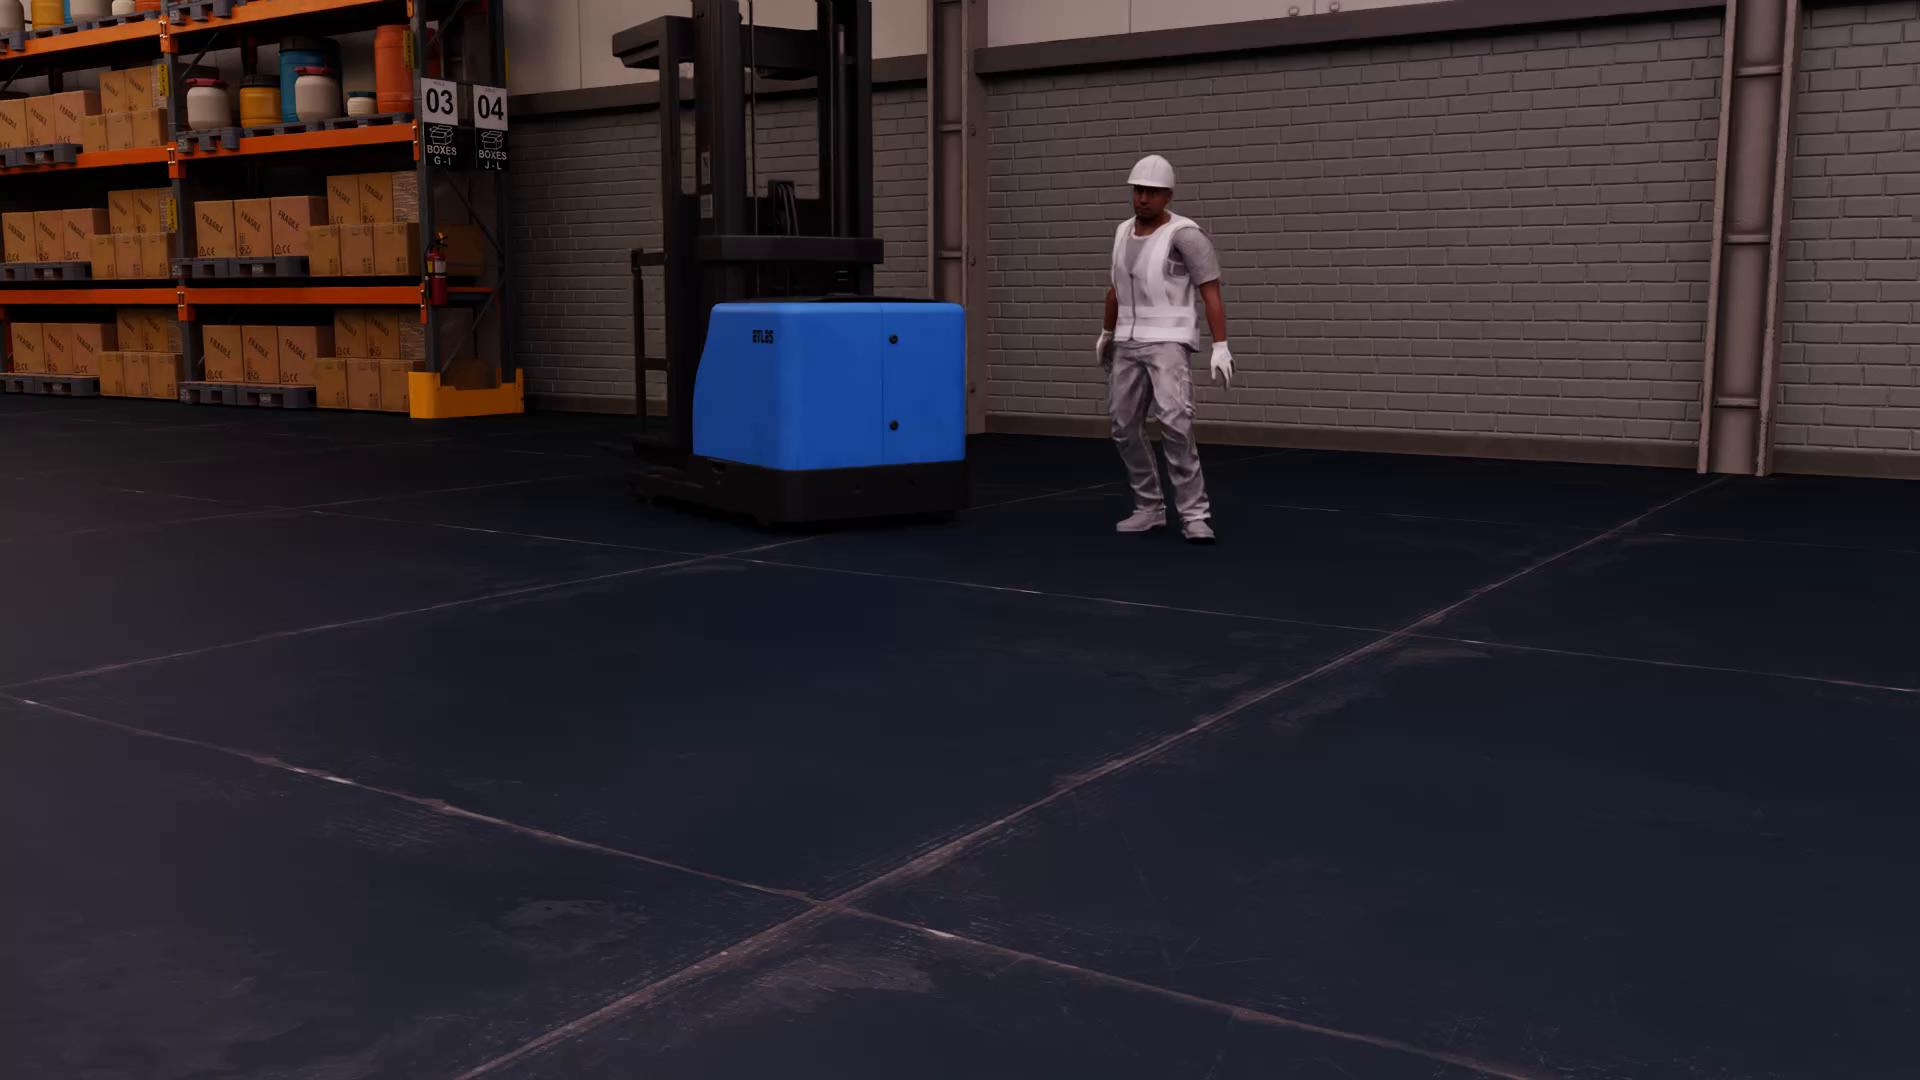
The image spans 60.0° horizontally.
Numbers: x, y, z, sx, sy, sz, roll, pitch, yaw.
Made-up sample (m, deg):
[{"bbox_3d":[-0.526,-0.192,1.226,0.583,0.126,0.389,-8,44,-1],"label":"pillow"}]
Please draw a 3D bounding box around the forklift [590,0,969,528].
[{"bbox_3d":[-1.177,-1.675,8.971,1.130,2.935,3.031,-5,10,-32],"label":"forklift"}]

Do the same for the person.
[{"bbox_3d":[0.898,-0.887,7.722,0.454,1.746,0.894,-7,10,-39],"label":"person"}]
